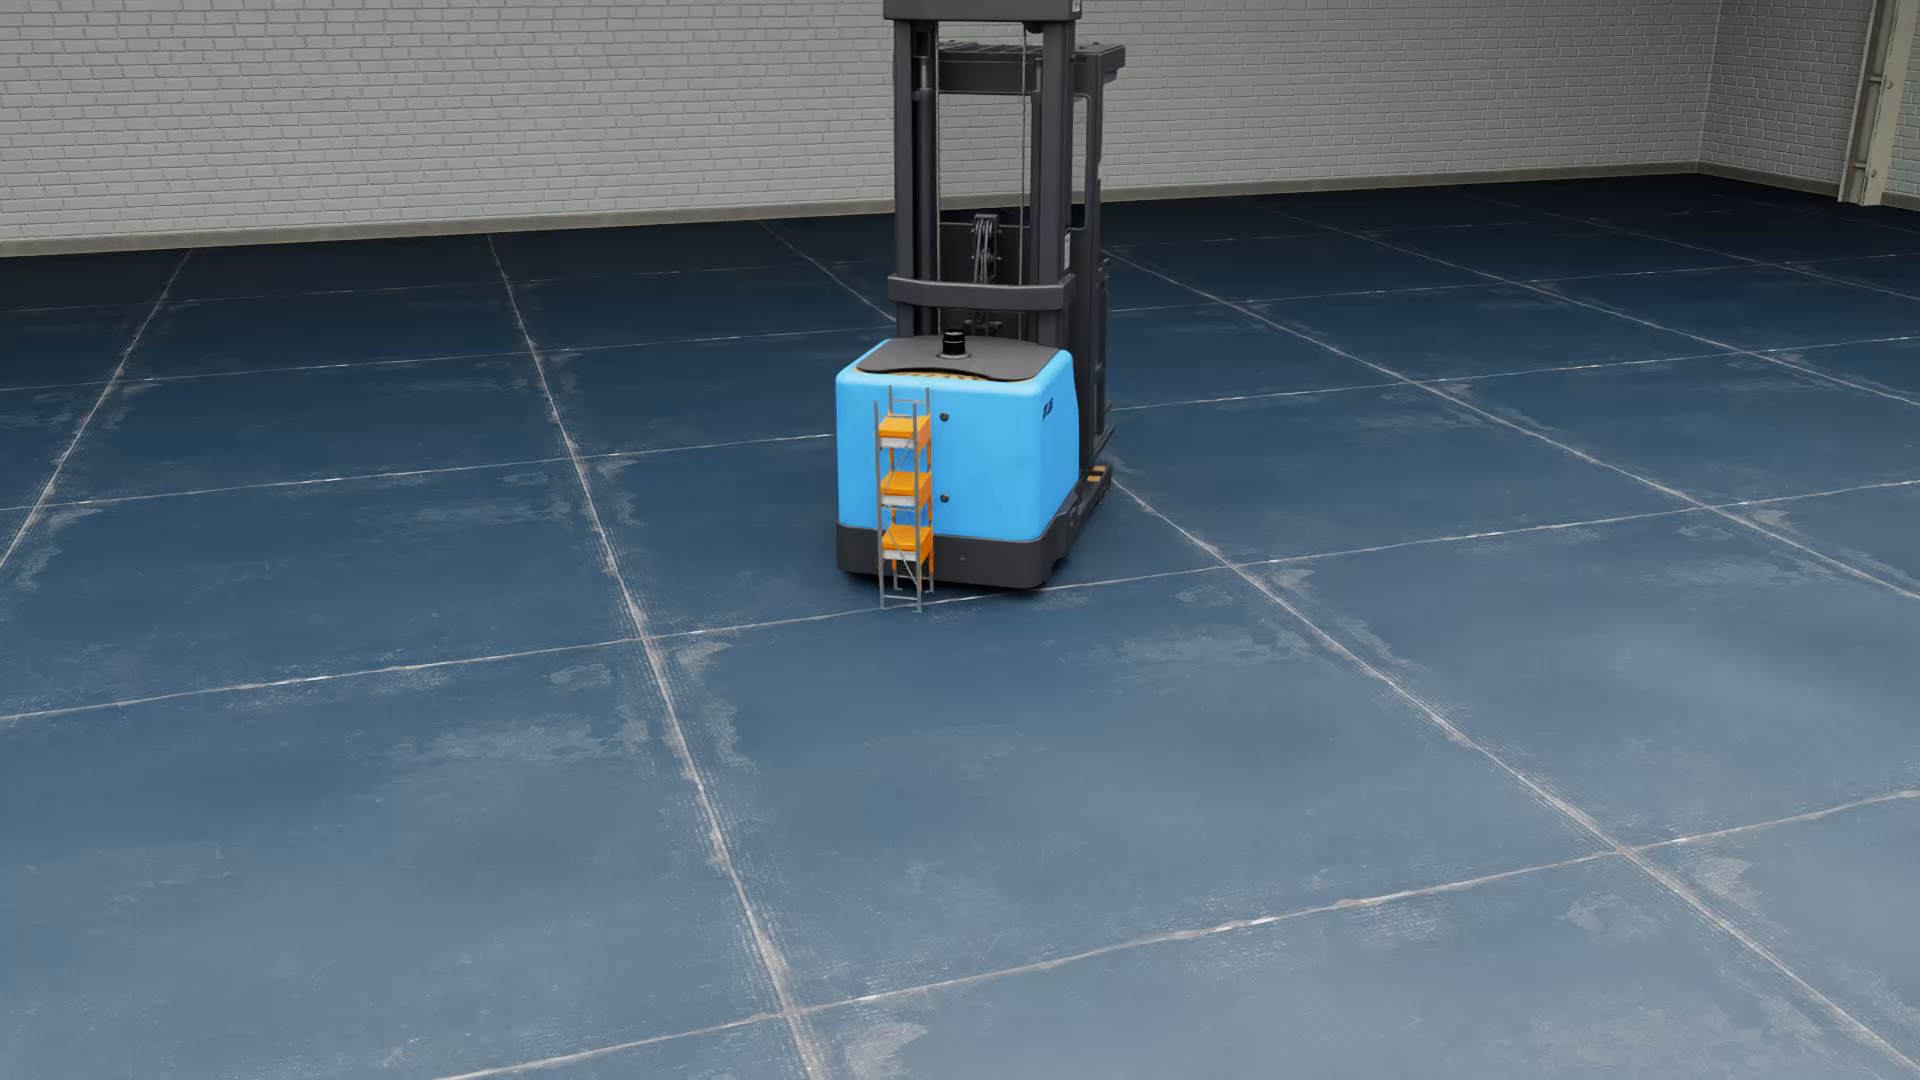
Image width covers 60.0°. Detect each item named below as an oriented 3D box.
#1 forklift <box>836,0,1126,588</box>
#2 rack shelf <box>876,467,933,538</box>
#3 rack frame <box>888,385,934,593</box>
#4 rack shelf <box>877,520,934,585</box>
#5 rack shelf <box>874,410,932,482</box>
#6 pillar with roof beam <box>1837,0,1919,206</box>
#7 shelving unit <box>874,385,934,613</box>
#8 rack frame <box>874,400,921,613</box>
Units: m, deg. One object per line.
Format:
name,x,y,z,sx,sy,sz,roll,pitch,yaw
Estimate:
forklift,0.261,-1.608,9.059,1.130,2.935,3.031,5,20,14
rack shelf,-0.262,-0.180,7.879,0.215,0.259,0.240,5,23,12
rack frame,-0.234,-0.236,7.984,0.200,1.050,0.008,5,23,12
rack shelf,-0.258,0.077,7.985,0.215,0.259,0.240,5,23,12
rack shelf,-0.265,-0.442,7.770,0.215,0.259,0.240,5,23,12
pillar with roof beam,6.990,-7.932,17.687,9.100,9.000,0.400,-6,21,-17
shelving unit,-0.262,-0.190,7.875,0.215,1.050,0.252,5,23,12
rack frame,-0.290,-0.144,7.765,0.200,1.050,0.008,5,23,12
